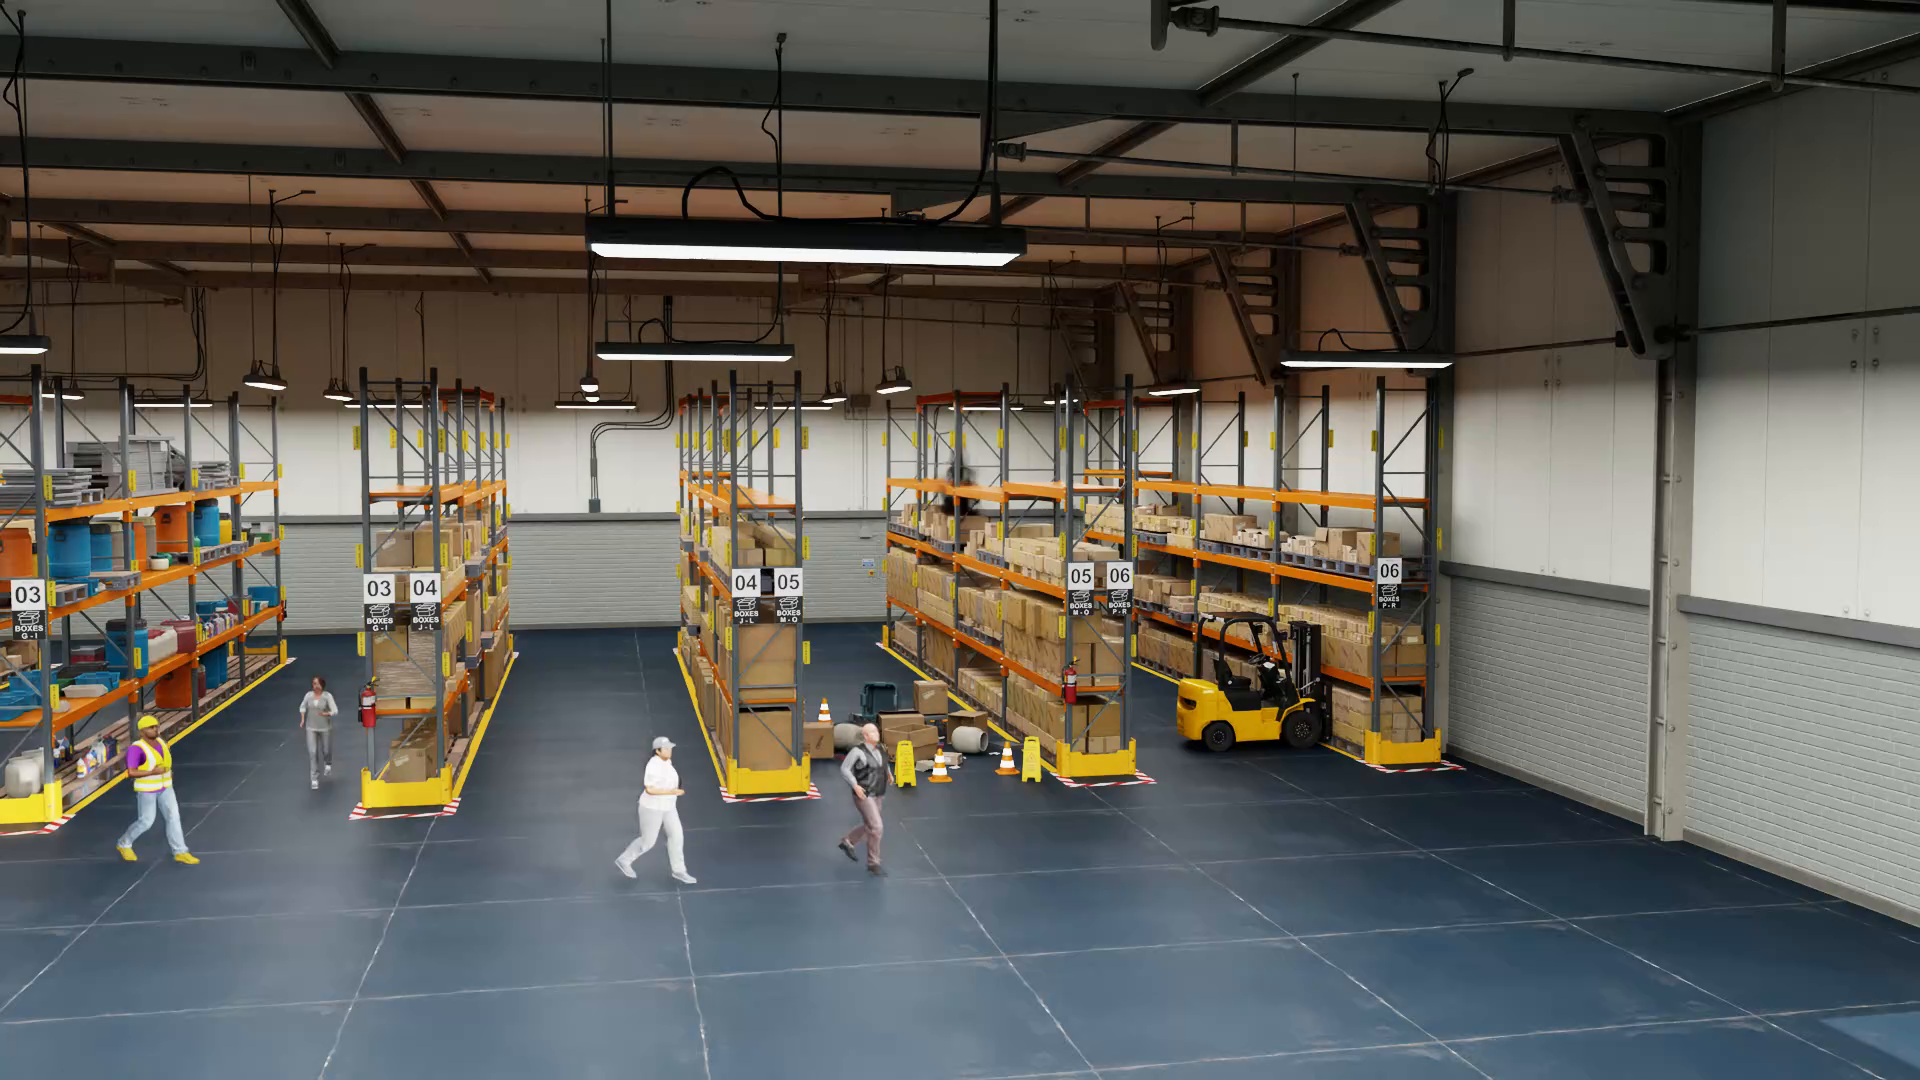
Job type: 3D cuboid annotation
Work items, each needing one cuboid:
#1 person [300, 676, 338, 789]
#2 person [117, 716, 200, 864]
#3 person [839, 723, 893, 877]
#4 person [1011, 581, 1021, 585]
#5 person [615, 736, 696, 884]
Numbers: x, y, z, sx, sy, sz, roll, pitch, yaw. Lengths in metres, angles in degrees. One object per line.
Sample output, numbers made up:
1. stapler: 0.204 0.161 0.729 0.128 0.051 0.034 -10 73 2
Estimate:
1. person: -9.297 2.763 24.106 0.542 1.565 0.886 -1 4 -15
2. person: -9.458 2.931 19.568 1.036 1.738 0.709 1 4 21
3. person: -1.108 3.001 19.356 0.774 1.774 0.675 2 4 35
4. person: 1.194 1.719 36.078 0.659 1.775 0.583 -1 4 -15
5. person: -3.447 3.047 18.805 0.925 1.671 0.577 1 4 18
